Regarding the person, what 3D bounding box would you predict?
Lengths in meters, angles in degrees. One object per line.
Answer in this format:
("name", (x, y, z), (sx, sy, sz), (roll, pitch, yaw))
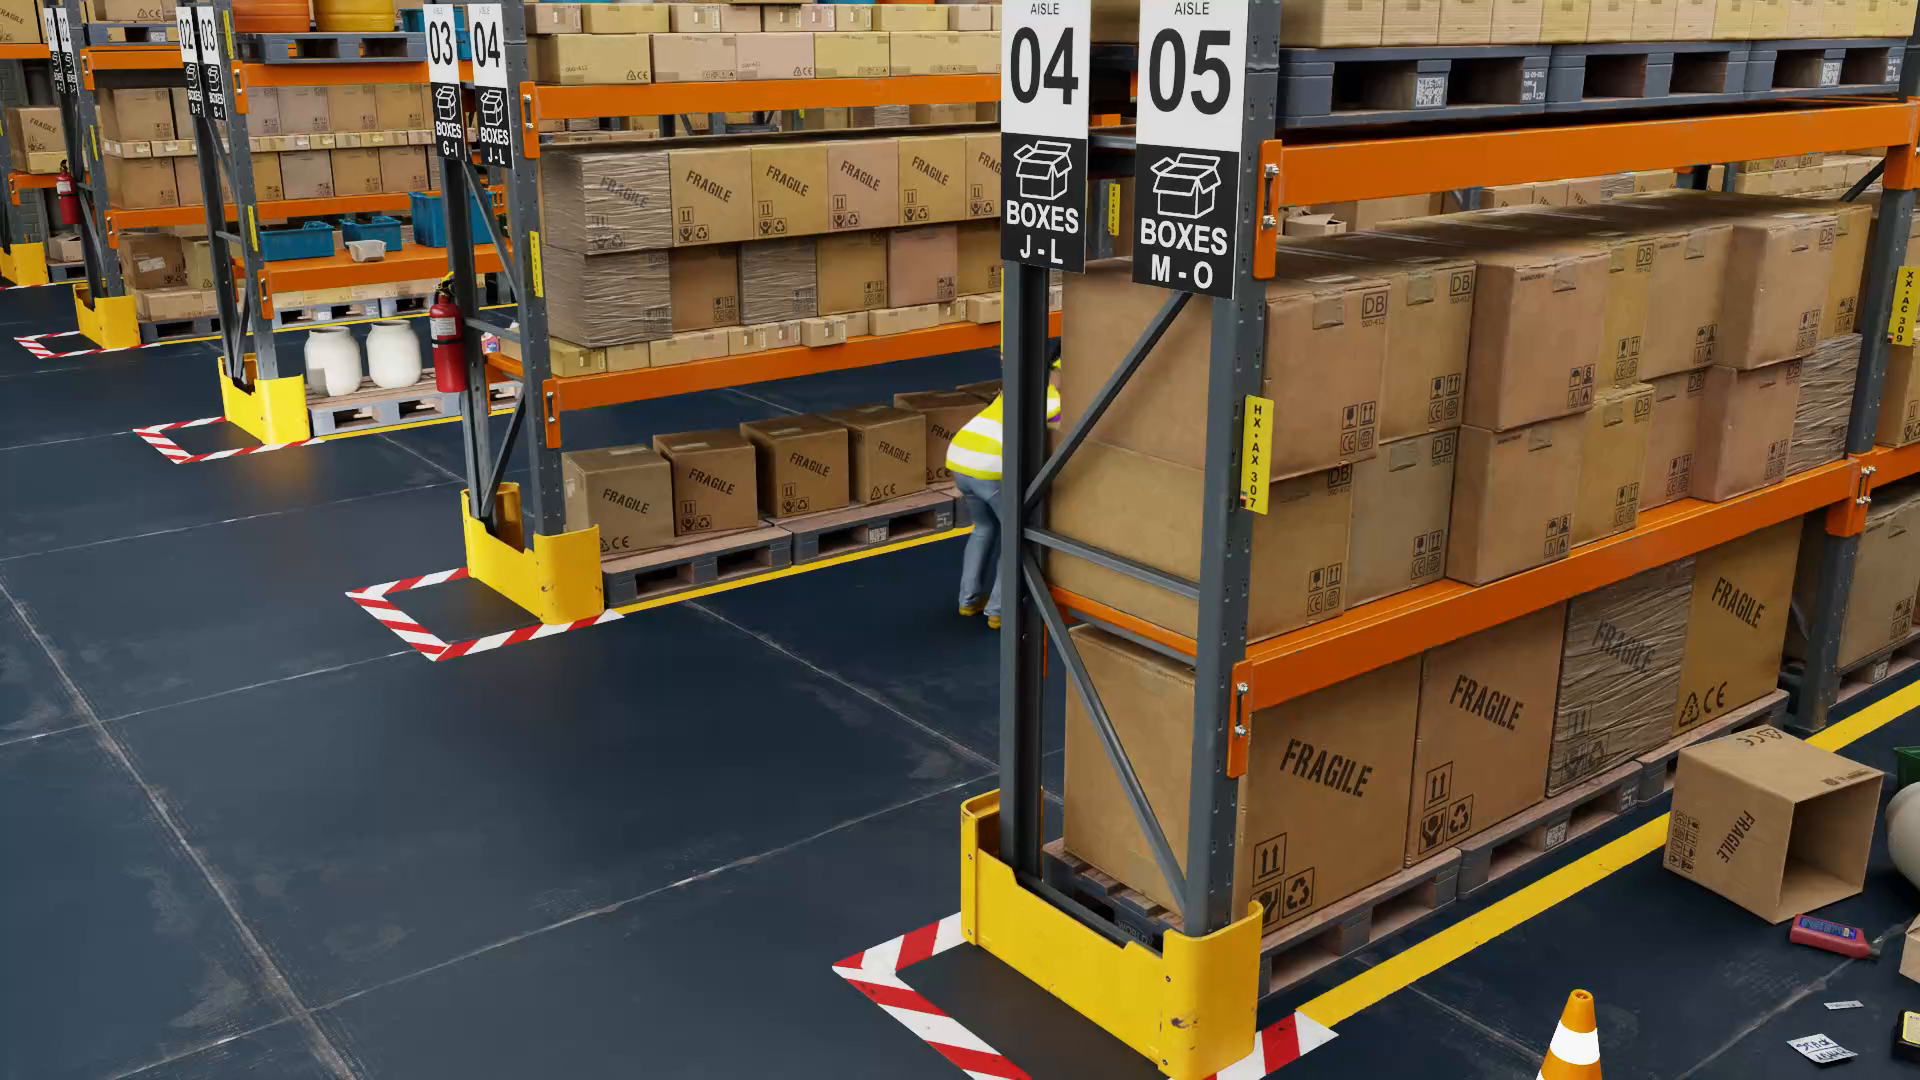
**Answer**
("person", (0.281, -0.388, 8.952), (0.718, 1.632, 0.490), (-14, 22, -37))
